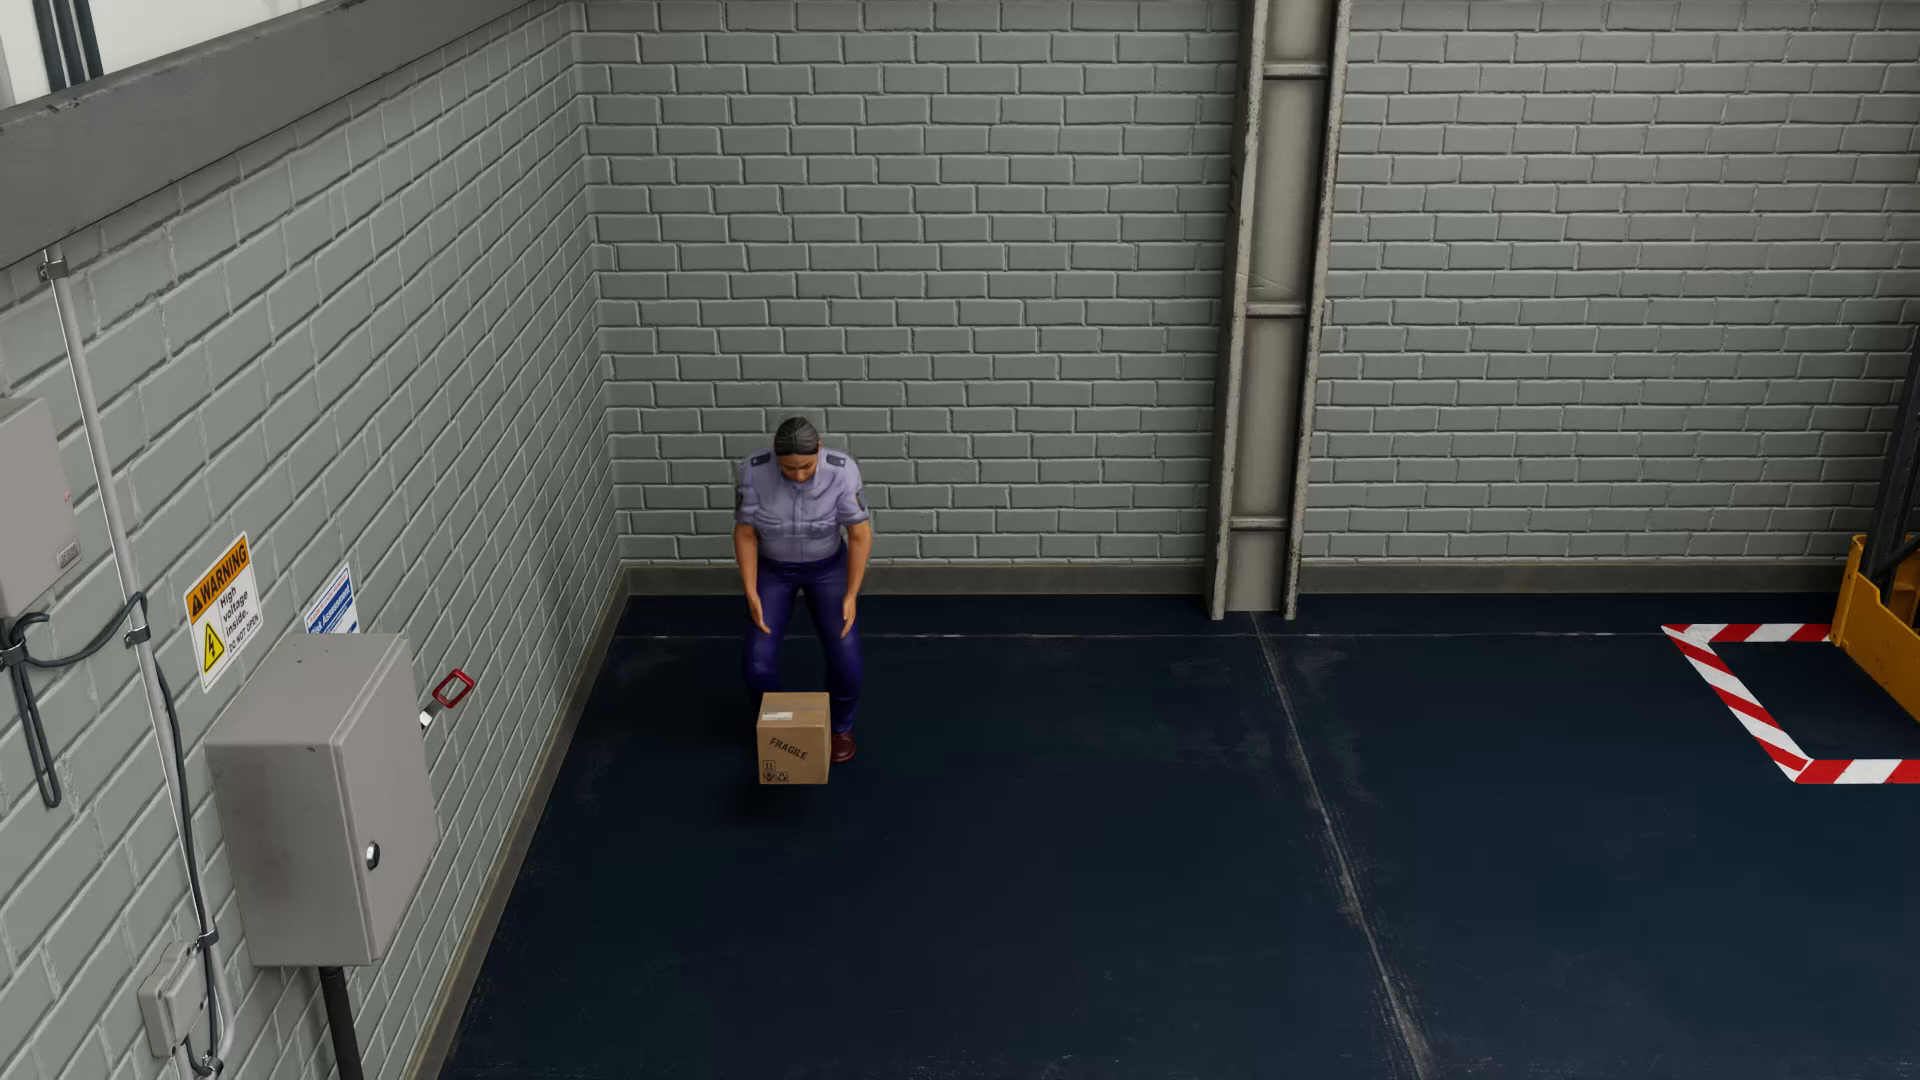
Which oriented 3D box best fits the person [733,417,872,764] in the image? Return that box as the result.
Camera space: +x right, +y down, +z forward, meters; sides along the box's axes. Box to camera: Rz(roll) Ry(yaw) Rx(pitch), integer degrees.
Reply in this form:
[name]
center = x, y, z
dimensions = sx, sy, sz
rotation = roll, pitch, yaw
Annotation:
[person]
center = -0.596, 0.169, 6.455
dimensions = 0.525, 1.490, 0.552
rotation = 0, 24, 0
